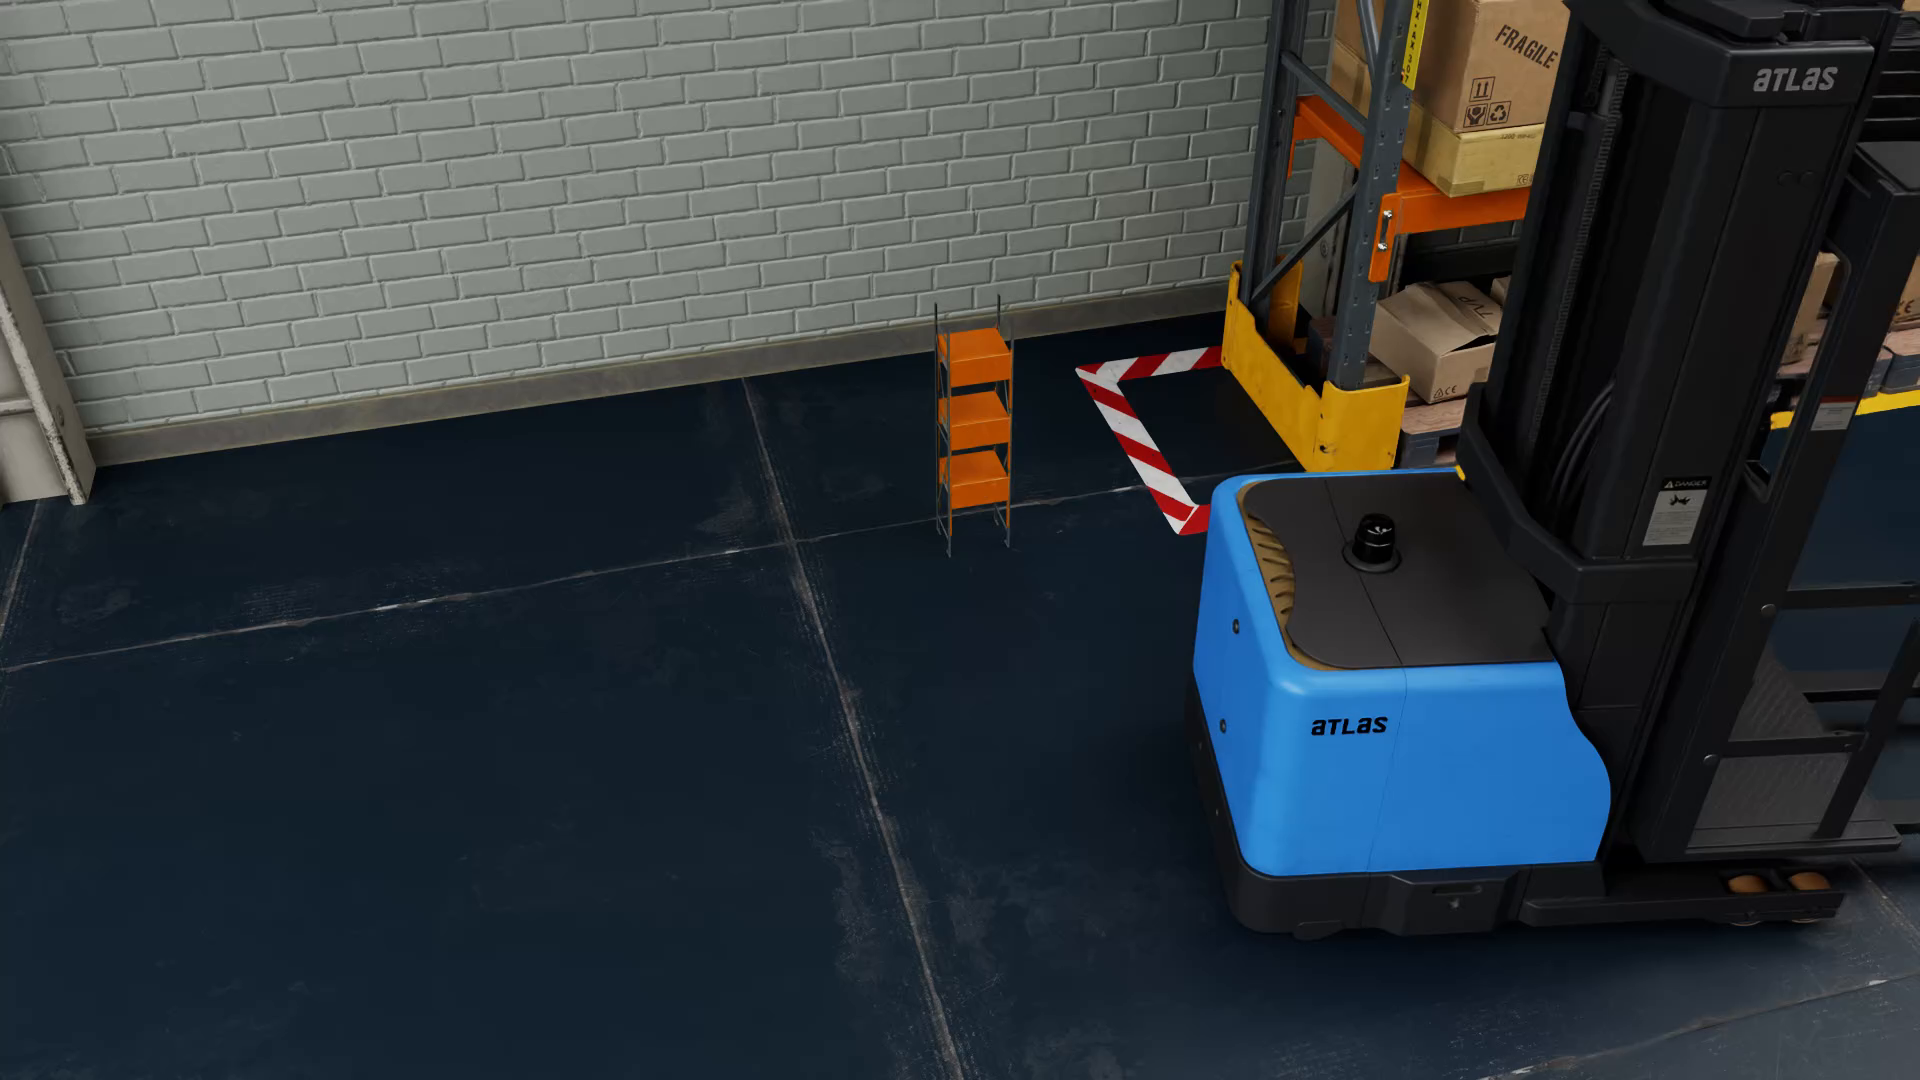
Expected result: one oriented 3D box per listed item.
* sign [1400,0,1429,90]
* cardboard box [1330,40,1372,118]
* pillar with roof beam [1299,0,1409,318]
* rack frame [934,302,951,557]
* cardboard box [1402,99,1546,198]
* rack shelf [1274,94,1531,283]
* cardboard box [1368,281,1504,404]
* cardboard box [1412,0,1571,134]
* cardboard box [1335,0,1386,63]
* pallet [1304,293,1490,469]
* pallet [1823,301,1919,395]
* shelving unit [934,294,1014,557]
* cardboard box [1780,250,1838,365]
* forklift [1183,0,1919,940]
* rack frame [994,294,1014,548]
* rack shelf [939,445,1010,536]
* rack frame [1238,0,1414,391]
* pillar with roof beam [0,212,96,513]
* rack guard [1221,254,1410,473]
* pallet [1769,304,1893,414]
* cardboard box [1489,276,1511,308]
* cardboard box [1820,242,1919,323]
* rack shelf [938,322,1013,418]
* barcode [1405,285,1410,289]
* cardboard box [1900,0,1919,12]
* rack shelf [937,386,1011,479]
[{"bbox_3d":[1.603,-1.761,5.871,0.005,0.325,0.100,-9,38,-12],"label":"sign"},{"bbox_3d":[1.862,-1.872,6.835,0.500,0.250,0.500,-9,38,-11],"label":"cardboard box"},{"bbox_3d":[3.034,-2.212,2.235,0.400,9.000,9.100,-9,38,-12],"label":"pillar with roof beam"},{"bbox_3d":[-0.066,-0.406,6.417,0.008,1.050,0.200,-9,38,-12],"label":"rack frame"},{"bbox_3d":[2.015,-1.575,6.447,0.500,0.250,0.500,-10,39,-13],"label":"cardboard box"},{"bbox_3d":[3.392,-1.767,7.183,4.000,0.370,1.077,-9,38,-12],"label":"rack shelf"},{"bbox_3d":[2.153,-0.899,7.308,0.500,0.311,0.500,-14,39,-17],"label":"cardboard box"},{"bbox_3d":[2.001,-1.881,6.230,0.500,0.500,0.500,-9,38,-12],"label":"cardboard box"},{"bbox_3d":[1.861,-2.181,6.622,0.500,0.500,0.500,-10,38,-12],"label":"cardboard box"},{"bbox_3d":[2.328,-0.748,7.554,1.213,0.211,1.003,-9,38,-12],"label":"pallet"},{"bbox_3d":[4.684,-1.135,8.060,1.213,0.211,1.003,-9,38,-12],"label":"pallet"},{"bbox_3d":[0.052,-0.425,6.442,0.252,1.050,0.215,-9,38,-12],"label":"shelving unit"},{"bbox_3d":[3.425,-1.152,7.482,0.500,0.500,0.700,-12,39,-15],"label":"cardboard box"},{"bbox_3d":[2.319,-0.283,4.708,3.031,2.935,1.130,-2,37,-3],"label":"forklift"},{"bbox_3d":[0.169,-0.445,6.467,0.008,1.050,0.200,-9,38,-12],"label":"rack frame"},{"bbox_3d":[0.052,-0.196,6.617,0.240,0.259,0.215,-9,38,-12],"label":"rack shelf"},{"bbox_3d":[1.461,-1.736,6.550,0.127,3.000,1.000,-9,38,-12],"label":"rack frame"},{"bbox_3d":[-2.758,-1.261,0.992,0.400,9.000,9.100,-9,38,-12],"label":"pillar with roof beam"},{"bbox_3d":[1.535,-0.755,7.325,0.348,0.500,1.175,-9,38,-12],"label":"rack guard"},{"bbox_3d":[3.504,-0.939,7.804,1.213,0.211,1.003,-9,38,-12],"label":"pallet"},{"bbox_3d":[2.703,-0.990,7.426,0.500,0.311,0.500,-6,38,-8],"label":"cardboard box"},{"bbox_3d":[4.332,-1.363,7.759,0.500,0.500,0.500,-12,39,-15],"label":"cardboard box"},{"bbox_3d":[0.052,-0.642,6.276,0.240,0.259,0.215,-9,38,-12],"label":"rack shelf"},{"bbox_3d":[2.066,-1.140,7.615,0.075,0.075,0.001,-9,38,-12],"label":"barcode"},{"bbox_3d":[3.476,-2.121,6.543,0.500,0.500,0.500,-8,38,-11],"label":"cardboard box"},{"bbox_3d":[0.052,-0.417,6.449,0.240,0.259,0.215,-9,38,-12],"label":"rack shelf"}]
